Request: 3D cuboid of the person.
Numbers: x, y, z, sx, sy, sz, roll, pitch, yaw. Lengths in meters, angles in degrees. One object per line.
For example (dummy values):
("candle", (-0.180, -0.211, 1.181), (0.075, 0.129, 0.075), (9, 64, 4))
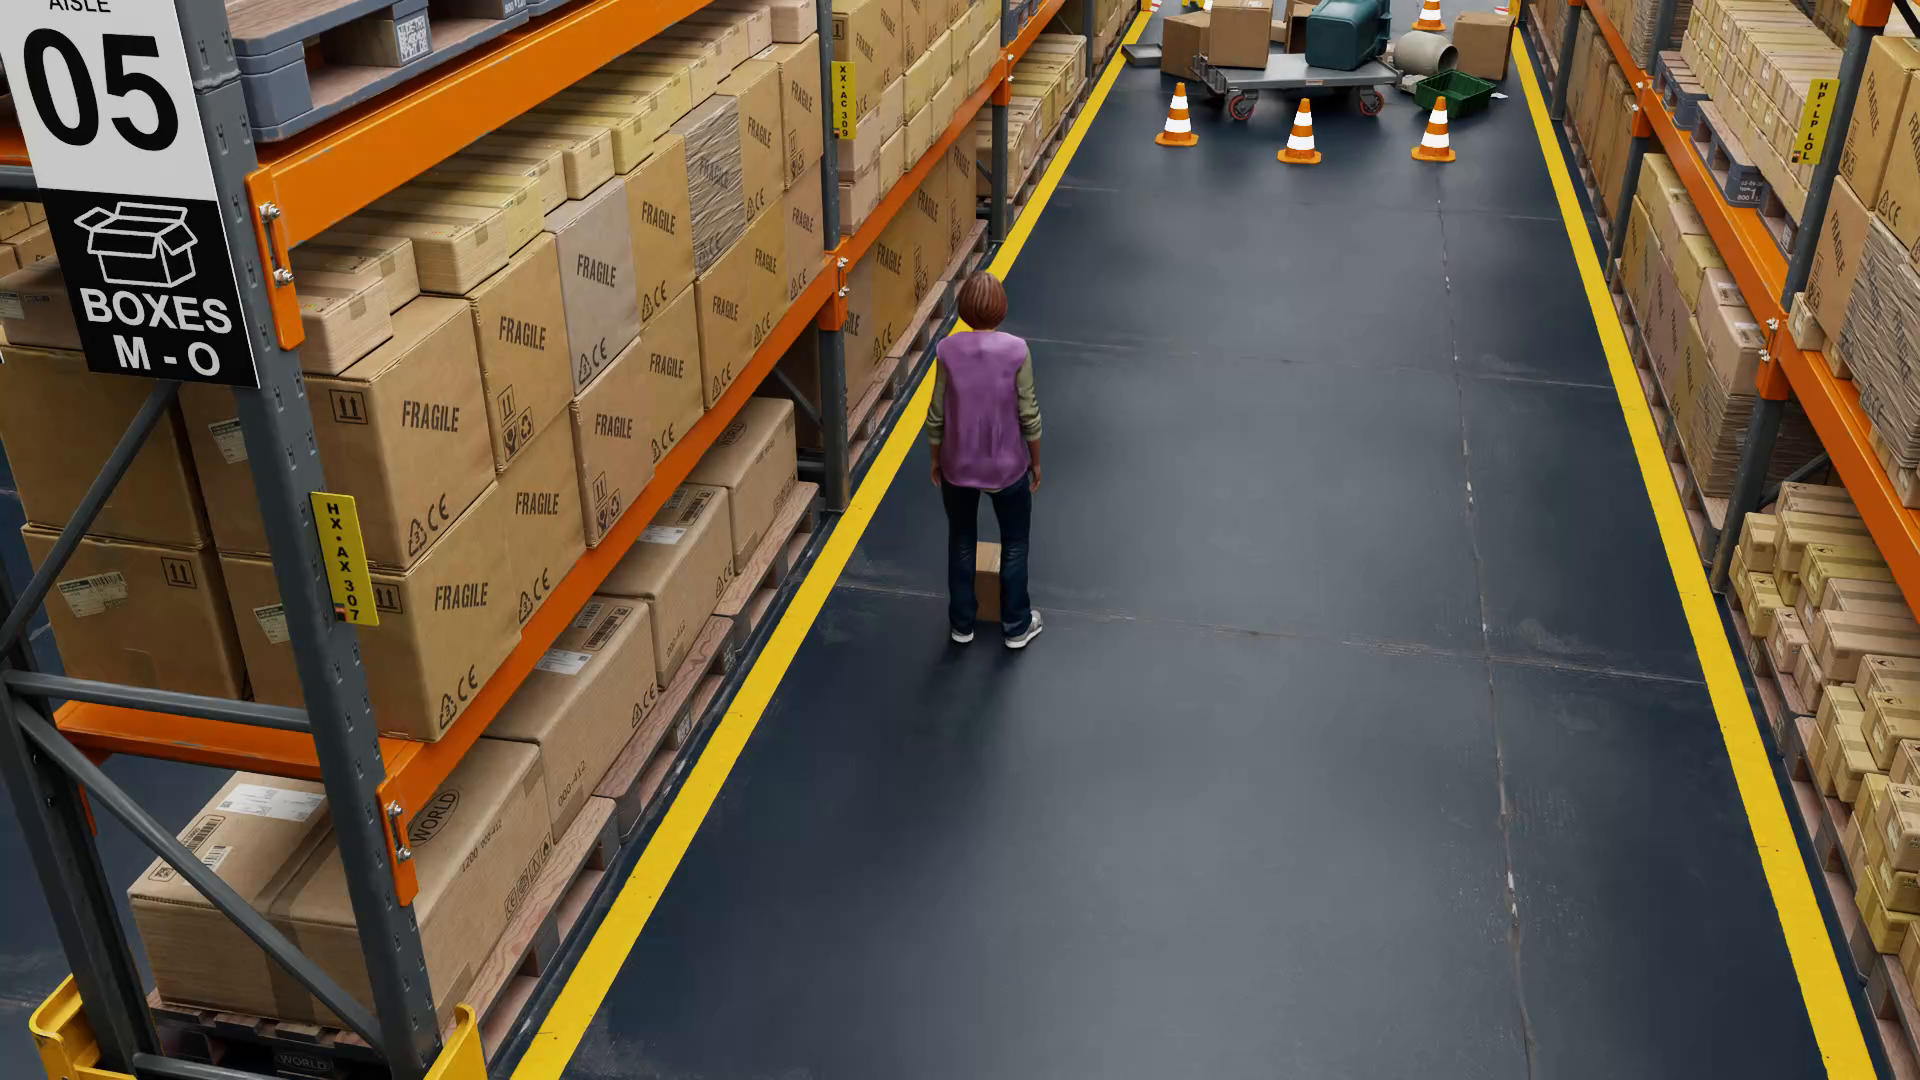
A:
("person", (0.103, -0.289, 6.656), (0.473, 1.592, 0.349), (5, 30, 8))
